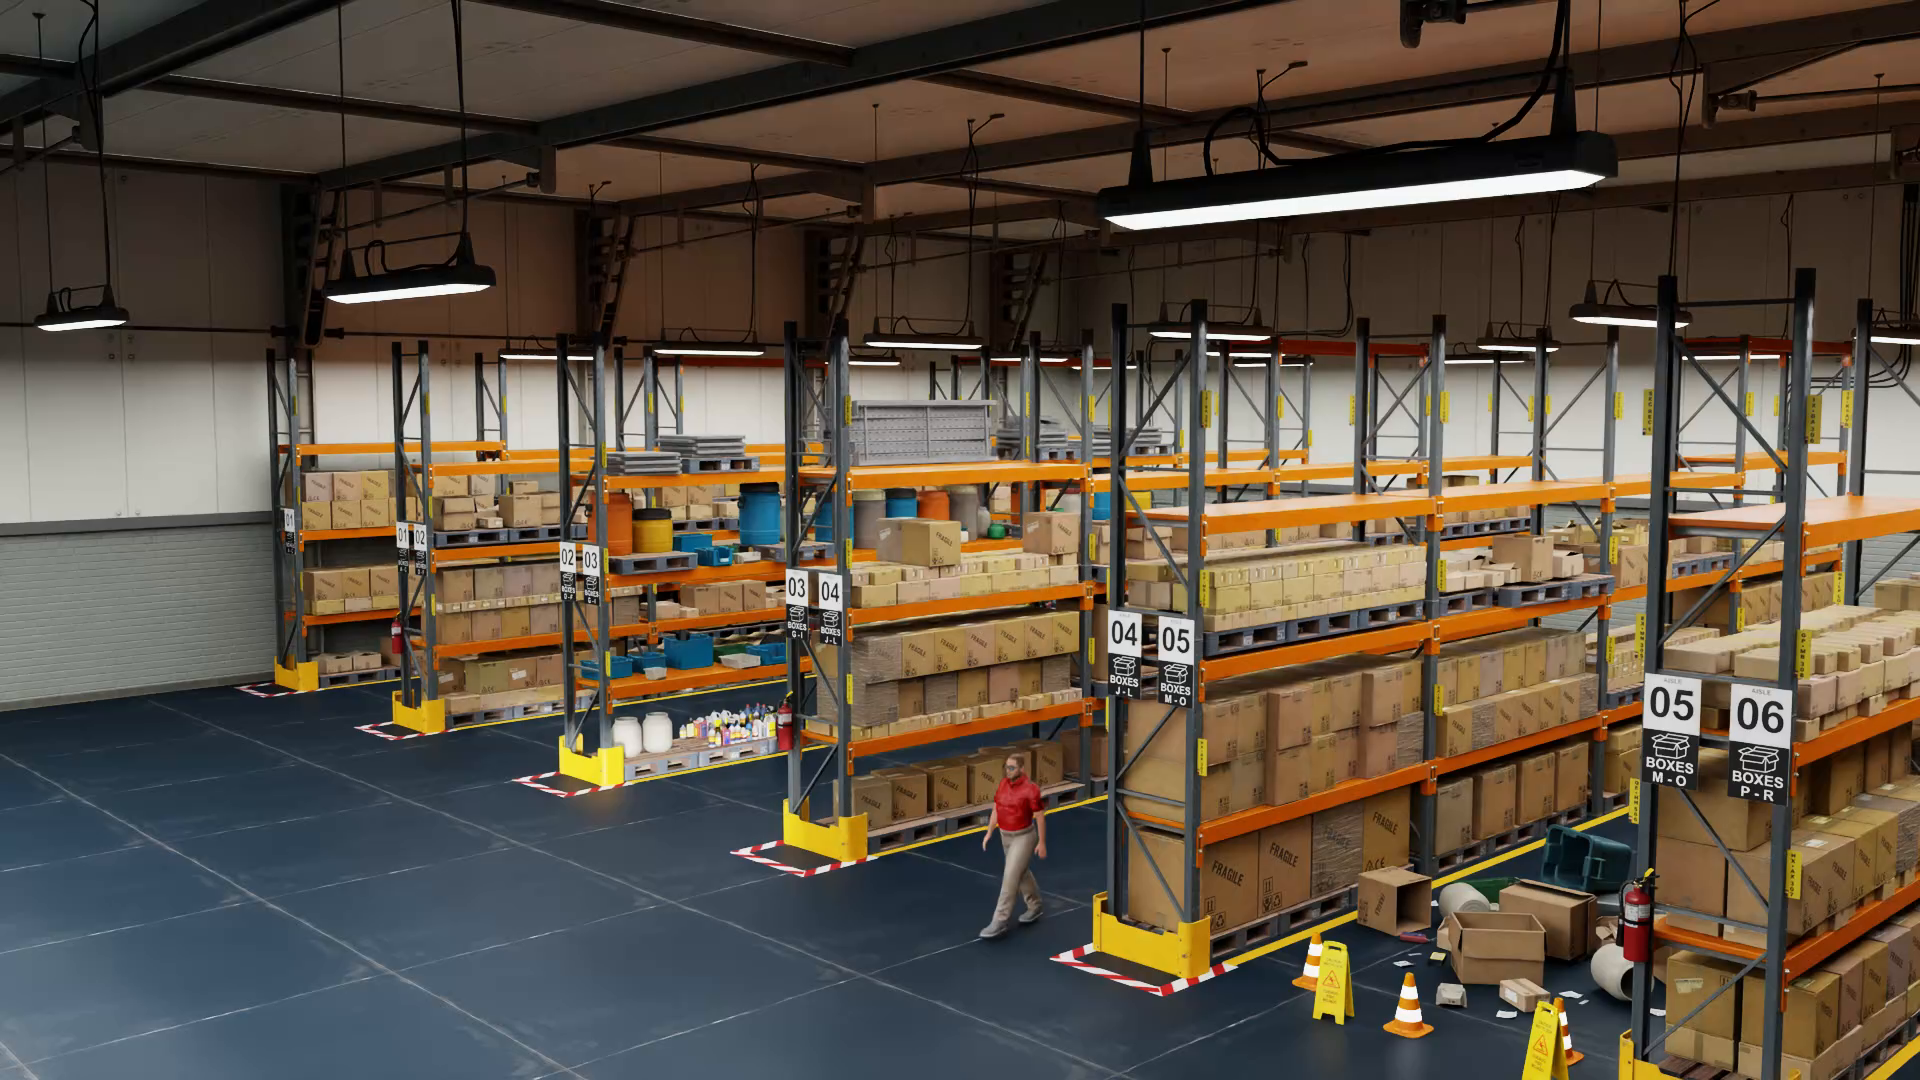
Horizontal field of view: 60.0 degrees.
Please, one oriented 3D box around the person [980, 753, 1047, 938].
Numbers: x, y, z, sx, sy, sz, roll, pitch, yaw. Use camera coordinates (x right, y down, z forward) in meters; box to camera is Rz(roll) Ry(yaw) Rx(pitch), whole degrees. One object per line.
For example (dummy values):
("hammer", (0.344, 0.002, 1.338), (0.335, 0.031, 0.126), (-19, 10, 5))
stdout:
("person", (0.469, 2.906, 16.095), (0.921, 1.686, 0.558), (-3, 6, -33))
